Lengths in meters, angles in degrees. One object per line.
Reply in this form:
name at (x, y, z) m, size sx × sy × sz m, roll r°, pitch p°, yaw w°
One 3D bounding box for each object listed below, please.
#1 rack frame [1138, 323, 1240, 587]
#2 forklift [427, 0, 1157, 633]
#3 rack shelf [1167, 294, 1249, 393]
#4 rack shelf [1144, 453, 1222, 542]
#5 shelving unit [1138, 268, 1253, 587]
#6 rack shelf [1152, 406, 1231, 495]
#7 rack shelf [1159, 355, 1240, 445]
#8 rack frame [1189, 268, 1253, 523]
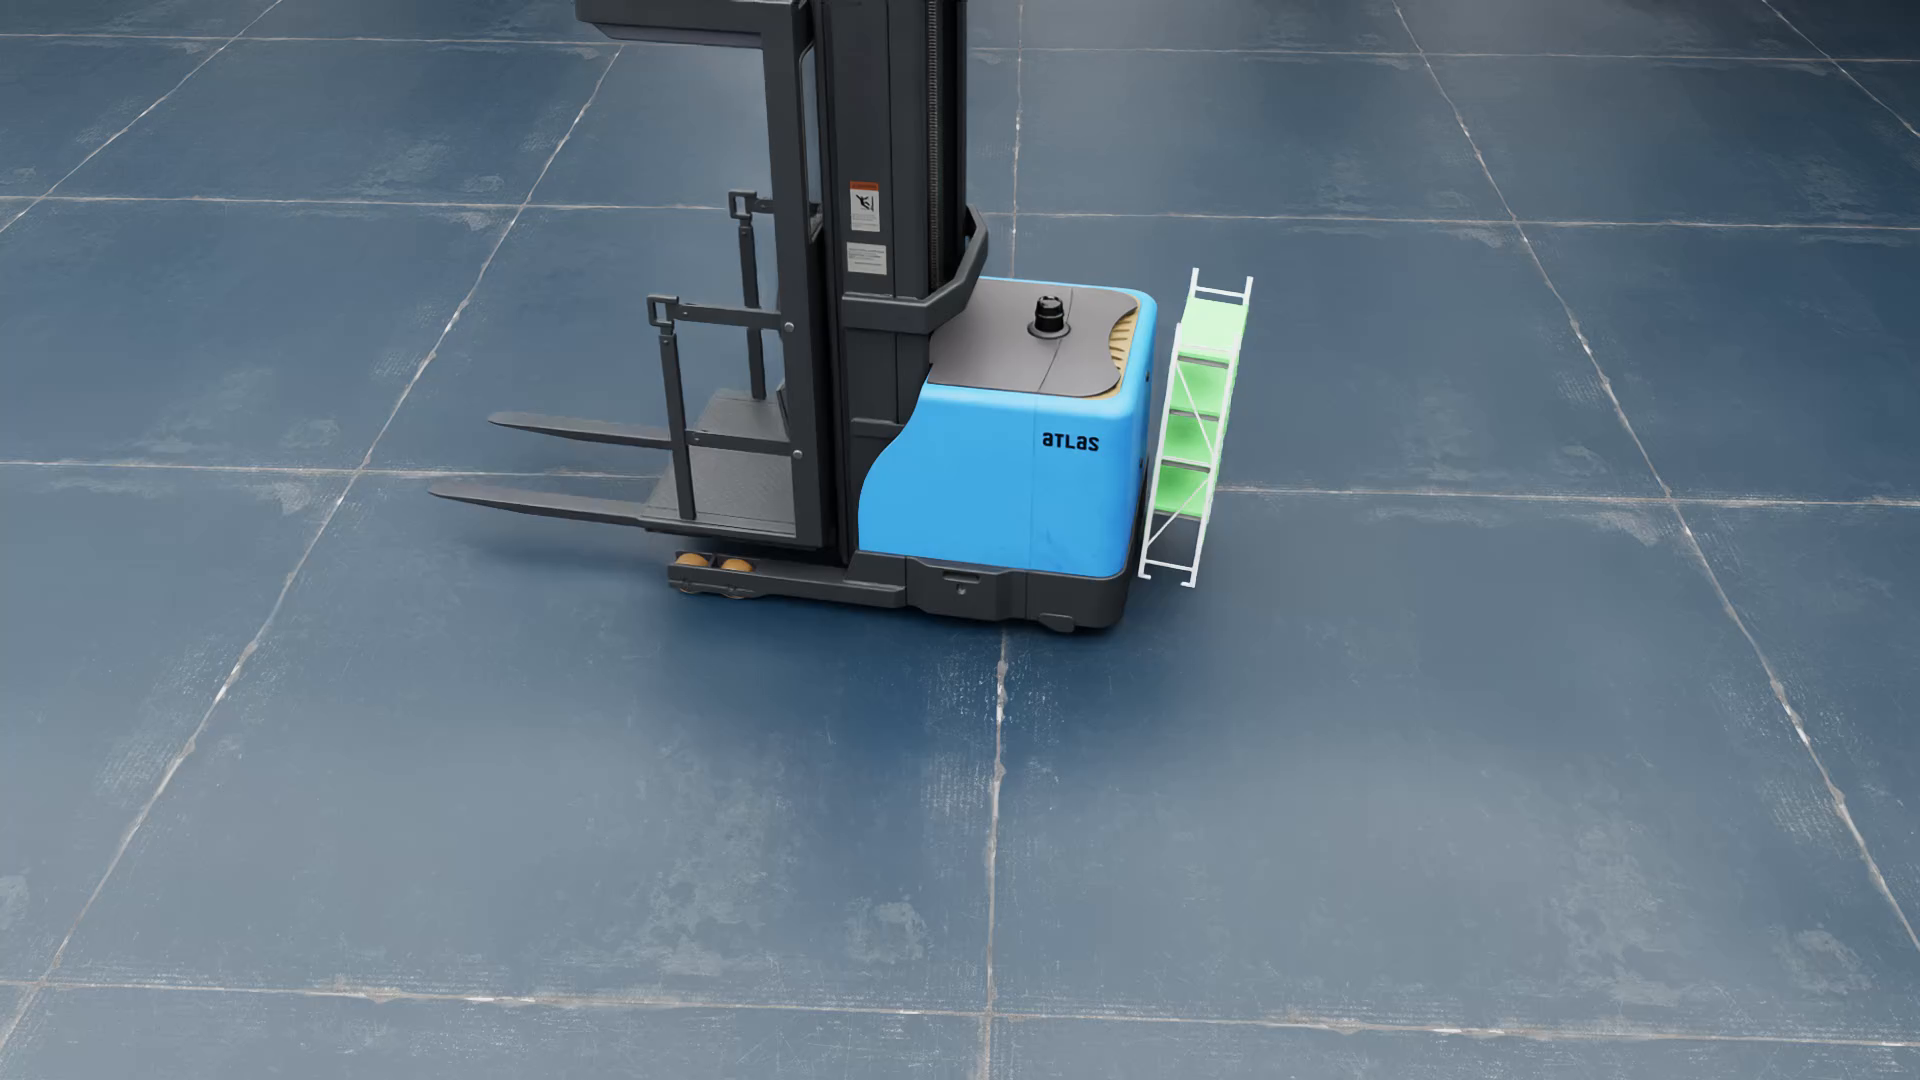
rack frame at (0.903, -0.312, 6.638) m, size 0.240 × 1.200 × 0.015 m, roll 11°, pitch 36°, yaw 9°
forklift at (-0.747, -1.244, 6.471) m, size 3.031 × 2.935 × 1.130 m, roll 7°, pitch 36°, yaw 9°
rack shelf at (0.986, -0.785, 6.587) m, size 0.258 × 0.148 × 0.480 m, roll 11°, pitch 36°, yaw 9°
rack shelf at (0.943, -0.203, 7.010) m, size 0.258 × 0.148 × 0.480 m, roll 11°, pitch 36°, yaw 9°
shelving unit at (0.961, -0.449, 6.831) m, size 0.258 × 1.200 × 0.503 m, roll 11°, pitch 36°, yaw 9°
rack shelf at (0.957, -0.397, 6.869) m, size 0.258 × 0.148 × 0.480 m, roll 11°, pitch 36°, yaw 9°
rack shelf at (0.972, -0.591, 6.728) m, size 0.258 × 0.148 × 0.480 m, roll 11°, pitch 36°, yaw 9°
rack frame at (1.019, -0.585, 7.025) m, size 0.240 × 1.200 × 0.015 m, roll 11°, pitch 36°, yaw 9°
